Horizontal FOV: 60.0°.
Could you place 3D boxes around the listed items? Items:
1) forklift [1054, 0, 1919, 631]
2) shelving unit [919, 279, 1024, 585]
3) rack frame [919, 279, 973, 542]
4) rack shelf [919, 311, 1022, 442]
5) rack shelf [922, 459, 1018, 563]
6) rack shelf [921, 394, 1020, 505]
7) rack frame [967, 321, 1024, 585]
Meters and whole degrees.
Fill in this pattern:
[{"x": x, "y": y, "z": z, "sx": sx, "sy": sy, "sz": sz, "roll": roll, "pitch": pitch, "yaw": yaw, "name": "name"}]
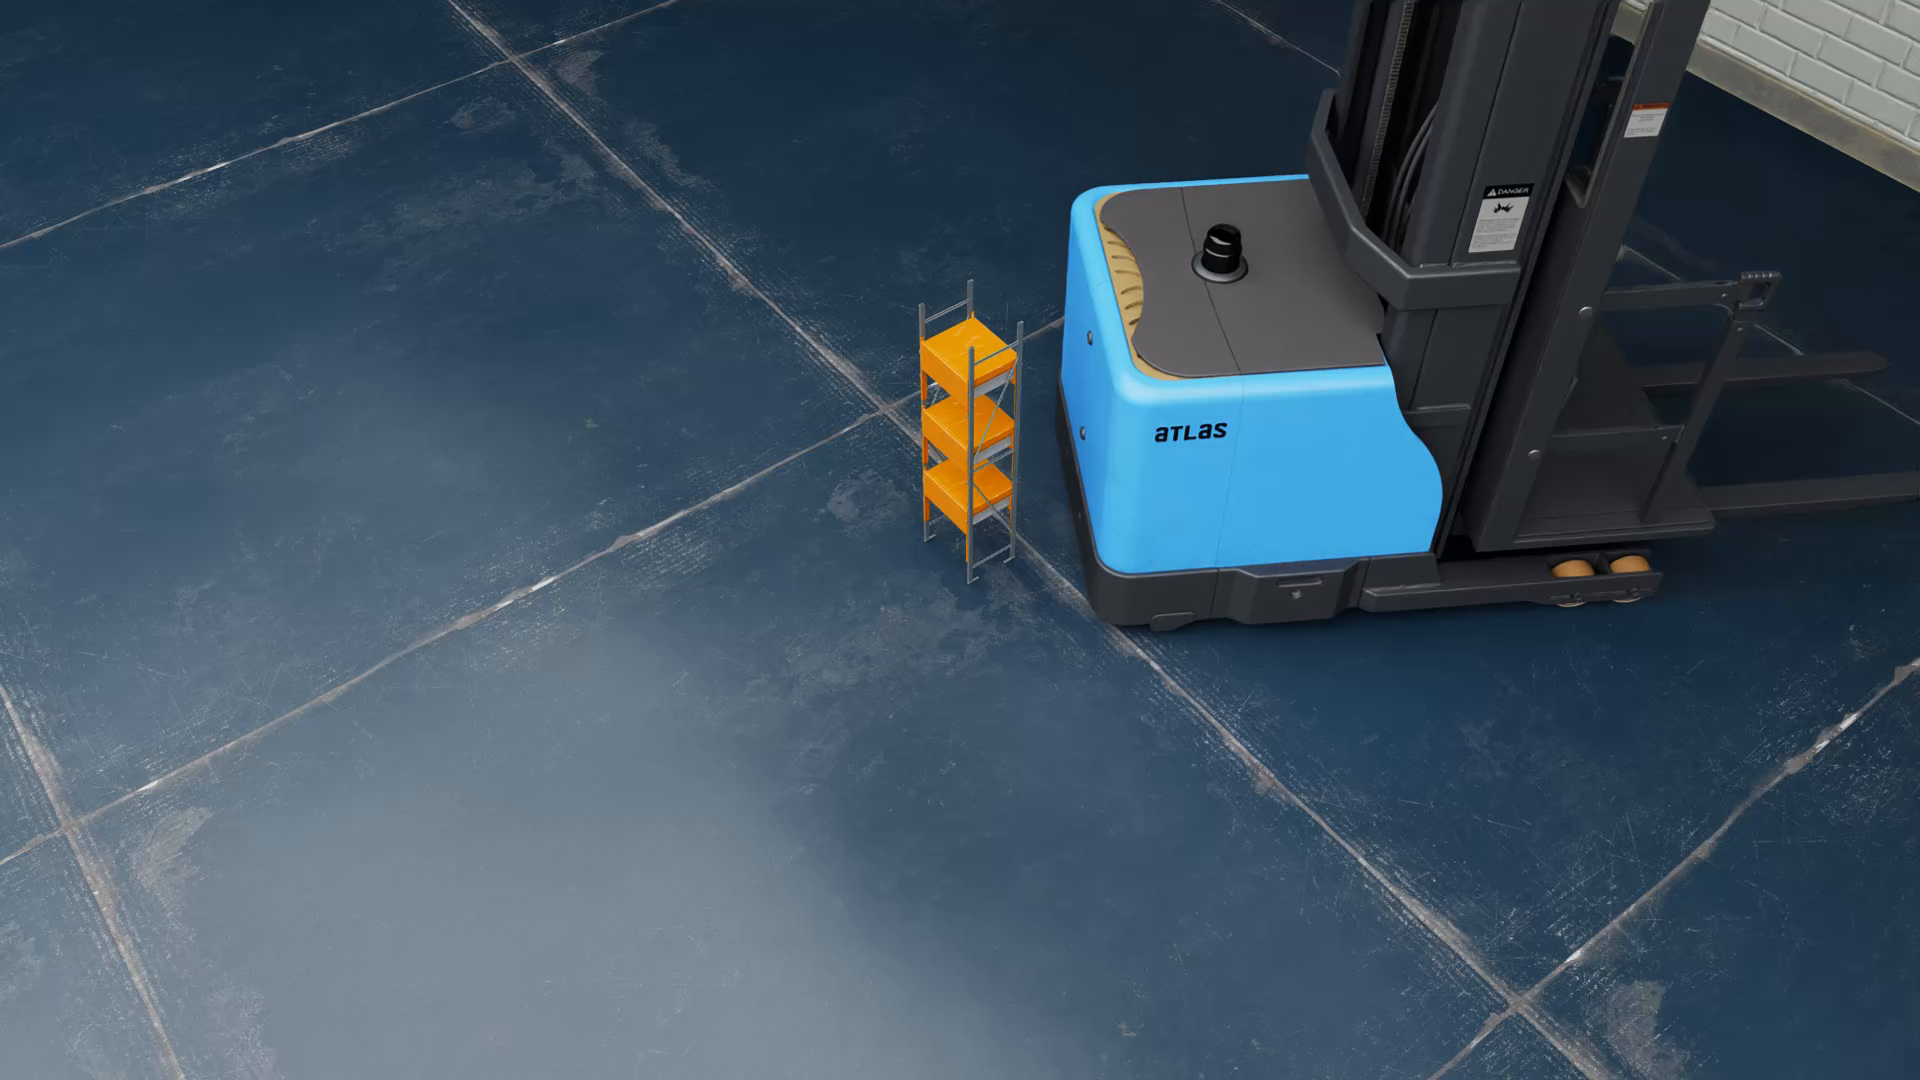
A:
[{"x": 1.893, "y": -1.150, "z": 4.814, "sx": 3.031, "sy": 2.935, "sz": 1.130, "roll": -4, "pitch": 48, "yaw": -4, "name": "forklift"}, {"x": 0.032, "y": -0.321, "z": 5.332, "sx": 0.215, "sy": 1.050, "sz": 0.252, "roll": -29, "pitch": 54, "yaw": -24, "name": "shelving unit"}, {"x": -0.041, "y": -0.393, "z": 5.398, "sx": 0.200, "sy": 1.050, "sz": 0.008, "roll": -29, "pitch": 54, "yaw": -24, "name": "rack frame"}, {"x": 0.032, "y": -0.505, "z": 5.130, "sx": 0.215, "sy": 0.259, "sz": 0.240, "roll": -29, "pitch": 54, "yaw": -24, "name": "rack shelf"}, {"x": 0.032, "y": -0.127, "z": 5.546, "sx": 0.215, "sy": 0.259, "sz": 0.240, "roll": -29, "pitch": 54, "yaw": -24, "name": "rack shelf"}, {"x": 0.032, "y": -0.314, "z": 5.340, "sx": 0.215, "sy": 0.259, "sz": 0.240, "roll": -29, "pitch": 54, "yaw": -24, "name": "rack shelf"}, {"x": 0.106, "y": -0.249, "z": 5.267, "sx": 0.200, "sy": 1.050, "sz": 0.008, "roll": -29, "pitch": 54, "yaw": -24, "name": "rack frame"}]
